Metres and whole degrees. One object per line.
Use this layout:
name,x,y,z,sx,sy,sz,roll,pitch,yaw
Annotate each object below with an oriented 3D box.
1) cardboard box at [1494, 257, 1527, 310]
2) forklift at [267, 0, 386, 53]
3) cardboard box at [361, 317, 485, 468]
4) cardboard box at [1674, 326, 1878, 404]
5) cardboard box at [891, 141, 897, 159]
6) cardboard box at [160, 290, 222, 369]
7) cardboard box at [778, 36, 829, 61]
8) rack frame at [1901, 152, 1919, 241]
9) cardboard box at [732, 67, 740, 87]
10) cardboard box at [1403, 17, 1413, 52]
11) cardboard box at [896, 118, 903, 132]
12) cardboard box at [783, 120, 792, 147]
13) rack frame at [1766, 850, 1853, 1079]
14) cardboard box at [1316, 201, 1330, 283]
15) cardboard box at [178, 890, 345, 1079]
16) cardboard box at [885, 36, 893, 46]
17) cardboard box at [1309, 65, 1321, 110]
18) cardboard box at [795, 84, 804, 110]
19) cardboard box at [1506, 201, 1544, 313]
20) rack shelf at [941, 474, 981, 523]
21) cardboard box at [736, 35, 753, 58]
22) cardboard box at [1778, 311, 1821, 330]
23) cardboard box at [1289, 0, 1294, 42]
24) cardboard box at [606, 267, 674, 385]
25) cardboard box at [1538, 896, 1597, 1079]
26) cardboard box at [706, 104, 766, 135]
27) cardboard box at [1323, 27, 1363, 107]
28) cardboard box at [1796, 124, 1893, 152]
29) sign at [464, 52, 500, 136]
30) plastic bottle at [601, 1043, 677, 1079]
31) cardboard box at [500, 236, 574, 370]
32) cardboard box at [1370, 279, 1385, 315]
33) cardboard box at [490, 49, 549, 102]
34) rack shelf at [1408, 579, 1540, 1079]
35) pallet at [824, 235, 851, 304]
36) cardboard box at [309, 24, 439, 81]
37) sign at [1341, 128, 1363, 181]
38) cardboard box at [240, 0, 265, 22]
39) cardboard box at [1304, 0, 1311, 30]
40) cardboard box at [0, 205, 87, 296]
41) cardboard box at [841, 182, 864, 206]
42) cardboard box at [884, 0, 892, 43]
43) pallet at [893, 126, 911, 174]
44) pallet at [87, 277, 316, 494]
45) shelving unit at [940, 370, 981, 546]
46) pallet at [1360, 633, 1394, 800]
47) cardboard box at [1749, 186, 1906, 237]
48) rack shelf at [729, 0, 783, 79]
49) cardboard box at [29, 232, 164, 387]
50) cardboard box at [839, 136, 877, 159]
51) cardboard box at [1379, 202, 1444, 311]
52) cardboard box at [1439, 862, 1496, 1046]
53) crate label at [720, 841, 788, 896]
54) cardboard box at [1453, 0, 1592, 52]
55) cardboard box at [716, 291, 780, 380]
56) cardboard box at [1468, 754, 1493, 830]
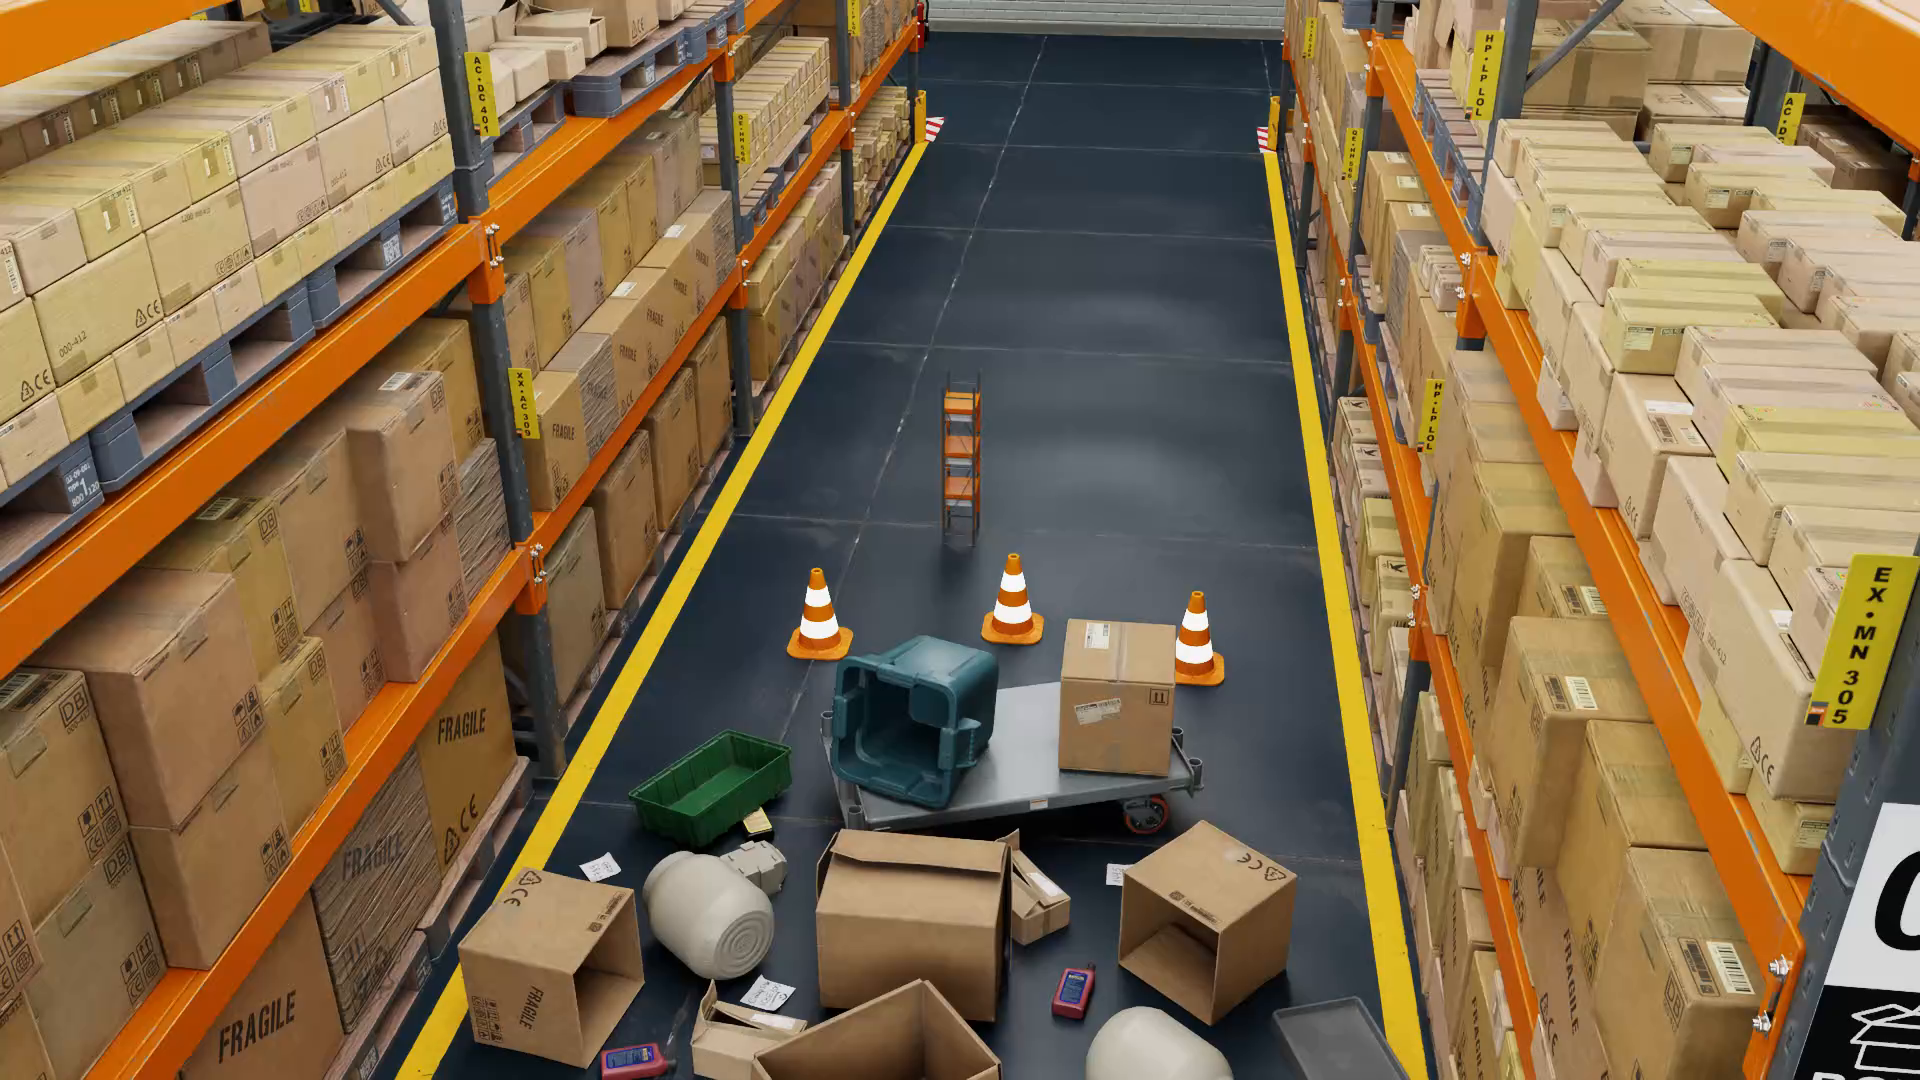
cardboard box,2.119,-0.921,5.900,0.380,0.149,0.250,3,28,6
forklift,-4.330,-2.782,12.323,1.130,2.935,3.031,4,29,7
cardboard box,-2.514,-0.574,6.855,0.875,0.550,0.550,3,28,6
cardboard box,2.009,-0.411,4.113,0.380,0.149,0.250,3,28,5
cardboard box,-0.857,-4.035,17.141,0.380,0.149,0.250,2,28,4
cardboard box,-2.379,-0.617,4.786,0.380,0.149,0.250,4,29,7
cardboard box,-1.310,-4.106,13.903,0.380,0.149,0.250,5,29,9
rack frame,8.398,-3.443,13.478,1.000,3.000,0.127,3,28,6
cardboard box,-2.020,-3.773,13.598,0.380,0.149,0.250,4,29,7
cardboard box,2.773,-2.918,9.606,0.380,0.149,0.250,3,28,6
cardboard box,-0.807,-4.403,17.510,0.380,0.149,0.250,2,28,4
cardboard box,-1.495,-3.107,12.676,0.380,0.149,0.250,2,28,5
rack frame,2.001,1.919,3.525,1.000,3.000,0.127,3,28,6
cardboard box,3.474,-2.682,13.864,0.875,0.875,0.875,4,29,8
cardboard box,-2.801,1.692,5.744,0.875,0.875,0.875,3,28,5
cardboard box,-0.877,-5.094,16.808,0.380,0.149,0.250,2,28,4
cardboard box,3.137,-3.693,13.573,0.500,0.250,0.500,3,28,5
cardboard box,-1.434,-3.484,13.063,0.380,0.149,0.250,2,28,4
cardboard box,2.111,-0.915,5.467,0.500,0.250,0.500,3,28,6
rack shelf,0.007,-0.233,10.185,0.215,0.259,0.240,3,28,6
cardboard box,-1.959,-4.147,13.980,0.380,0.149,0.250,5,29,9
cardboard box,2.519,-0.409,4.528,0.500,0.250,0.500,4,29,7
cardboard box,3.583,-5.207,16.648,0.500,0.500,0.500,3,28,5
cardboard box,-1.915,-1.192,9.194,0.500,0.500,0.500,4,29,7
cardboard box,1.860,1.237,4.372,0.500,0.500,0.500,3,29,6
cardboard box,-1.598,-2.996,11.843,0.380,0.149,0.250,2,28,4
cardboard box,3.033,-3.546,12.510,0.500,0.500,0.500,3,28,5
cardboard box,8.575,-3.728,16.199,0.700,0.500,0.500,4,29,8
sign,-1.883,-1.755,6.554,0.100,0.325,0.005,3,28,6
plastic bottle,-1.243,2.020,6.436,0.283,0.061,0.133,-6,29,-11
cardboard box,-2.318,-1.164,8.089,0.700,0.500,0.500,3,28,5
cardboard box,2.555,-1.393,9.496,0.380,0.149,0.250,4,29,6
cardboard box,-2.061,-2.116,7.570,0.250,0.149,0.380,3,28,6
rack shelf,2.246,1.294,5.443,1.077,0.370,4.000,3,28,6
pallet,-1.548,-2.375,14.437,1.003,0.211,1.213,3,28,6
cardboard box,-2.163,-1.803,6.148,0.380,0.149,0.250,3,28,6
sign,2.430,-2.387,10.297,0.100,0.325,0.005,3,28,6
cardboard box,-6.434,-4.490,14.258,0.797,0.503,0.637,3,28,5
cardboard box,3.325,-4.690,14.634,0.500,0.500,0.500,3,28,5
cardboard box,-2.442,-0.728,4.152,0.380,0.149,0.250,3,28,5
cardboard box,-1.092,-3.182,15.244,0.380,0.149,0.250,5,29,9
cardboard box,-0.956,-5.085,16.108,0.500,0.500,0.500,5,29,9
pallet,-1.108,-4.209,17.840,1.003,0.211,1.213,3,28,6
pallet,-2.697,-0.528,4.999,1.003,0.211,1.213,3,28,6
shelving unit,0.007,-0.487,10.048,0.215,1.050,0.252,3,28,6
pallet,2.585,0.897,8.362,1.003,0.211,1.213,3,28,6
cardboard box,2.691,-0.989,5.185,0.380,0.149,0.250,4,29,8
rack shelf,-1.699,-4.032,12.167,1.077,0.370,4.000,3,28,6
cardboard box,-2.489,-0.624,4.380,0.500,0.250,0.500,3,28,6
cardboard box,-1.010,-3.799,16.074,0.380,0.149,0.250,4,29,7
cardboard box,2.581,-1.512,9.032,0.500,0.500,0.500,4,29,7
cardboard box,2.031,1.490,5.987,0.500,0.500,0.500,5,29,9
crate label,-0.926,1.464,7.388,0.298,0.136,0.250,-17,33,-29
cardboard box,2.538,-2.385,7.540,0.500,0.250,0.500,4,29,7
cardboard box,-1.605,-1.489,12.045,0.500,0.500,0.500,2,28,4
cardboard box,1.968,0.878,5.722,0.380,0.149,0.250,3,29,6
